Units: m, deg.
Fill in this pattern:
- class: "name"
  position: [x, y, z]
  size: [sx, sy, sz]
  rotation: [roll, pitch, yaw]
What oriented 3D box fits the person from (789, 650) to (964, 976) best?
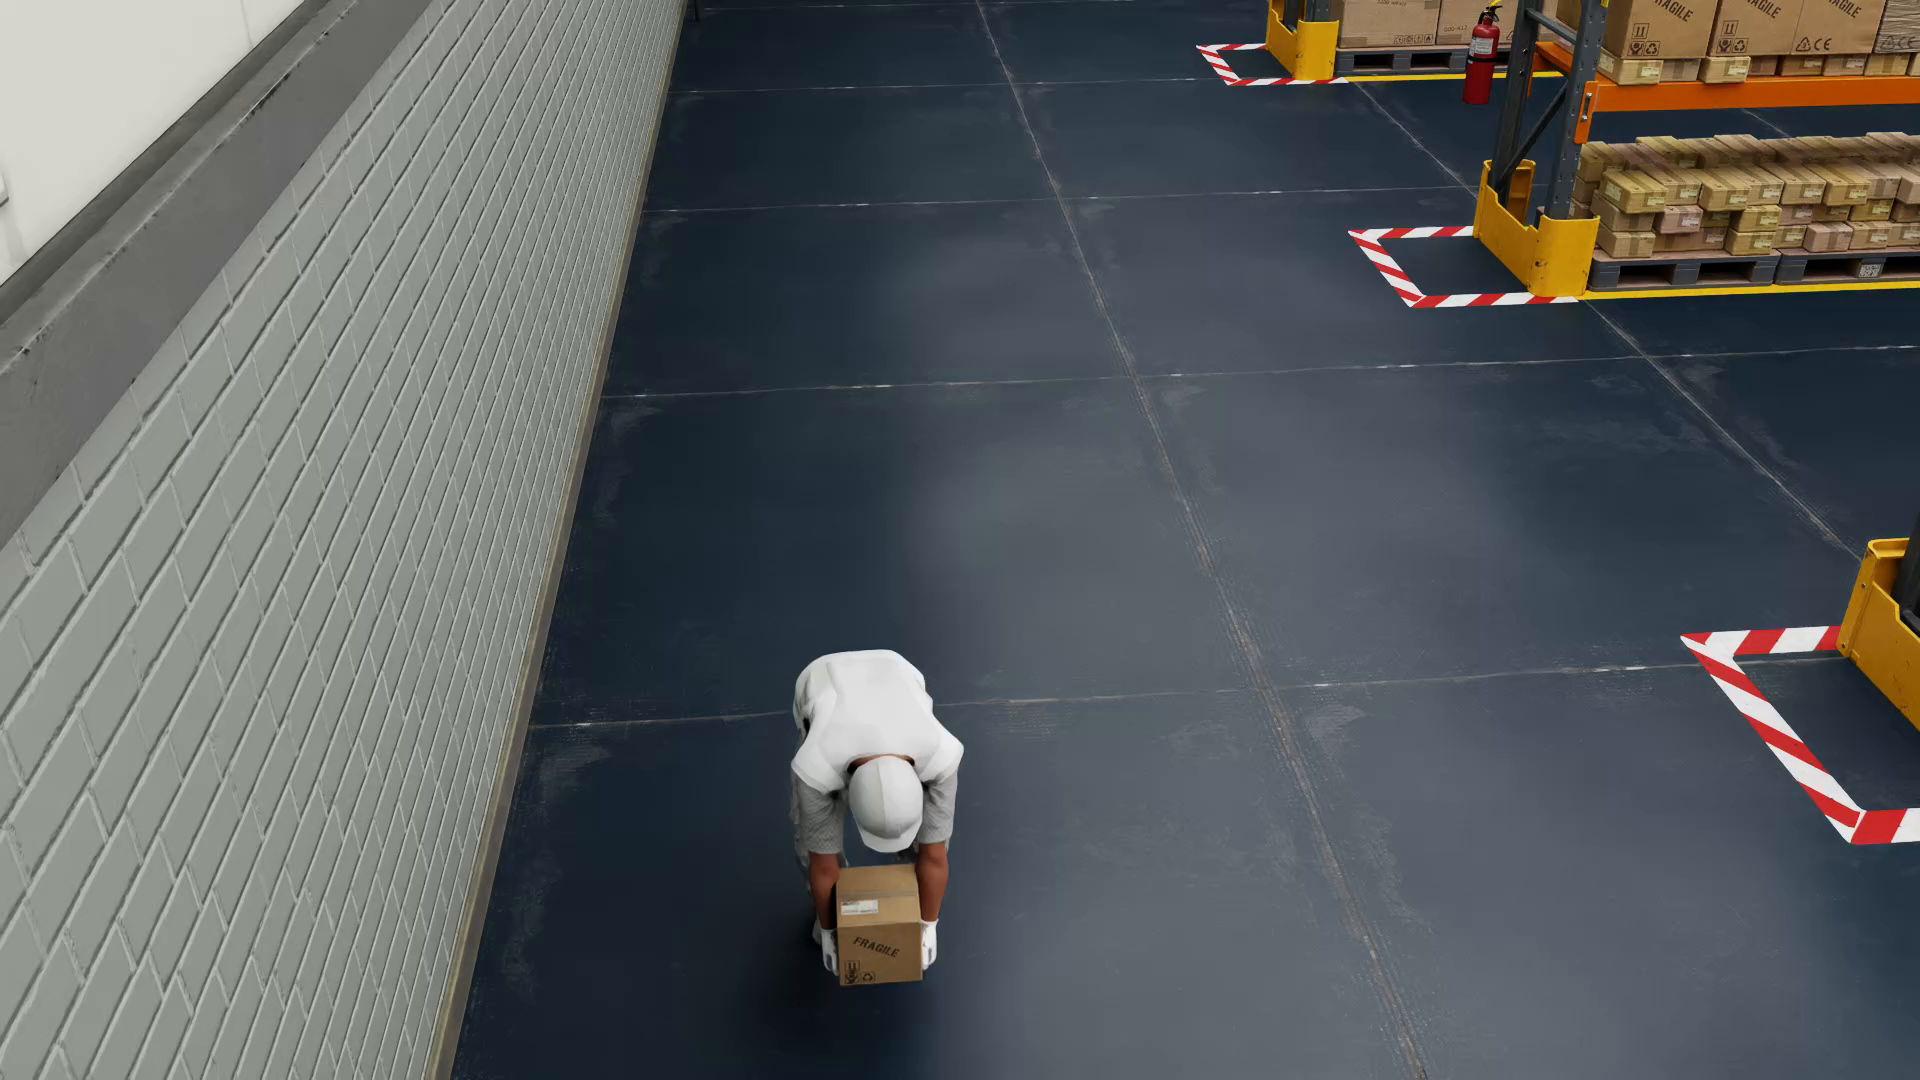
- class: "person"
  position: [-0.267, 0.914, 5.241]
  size: [0.534, 1.104, 0.976]
  rotation: [-4, 31, -7]
